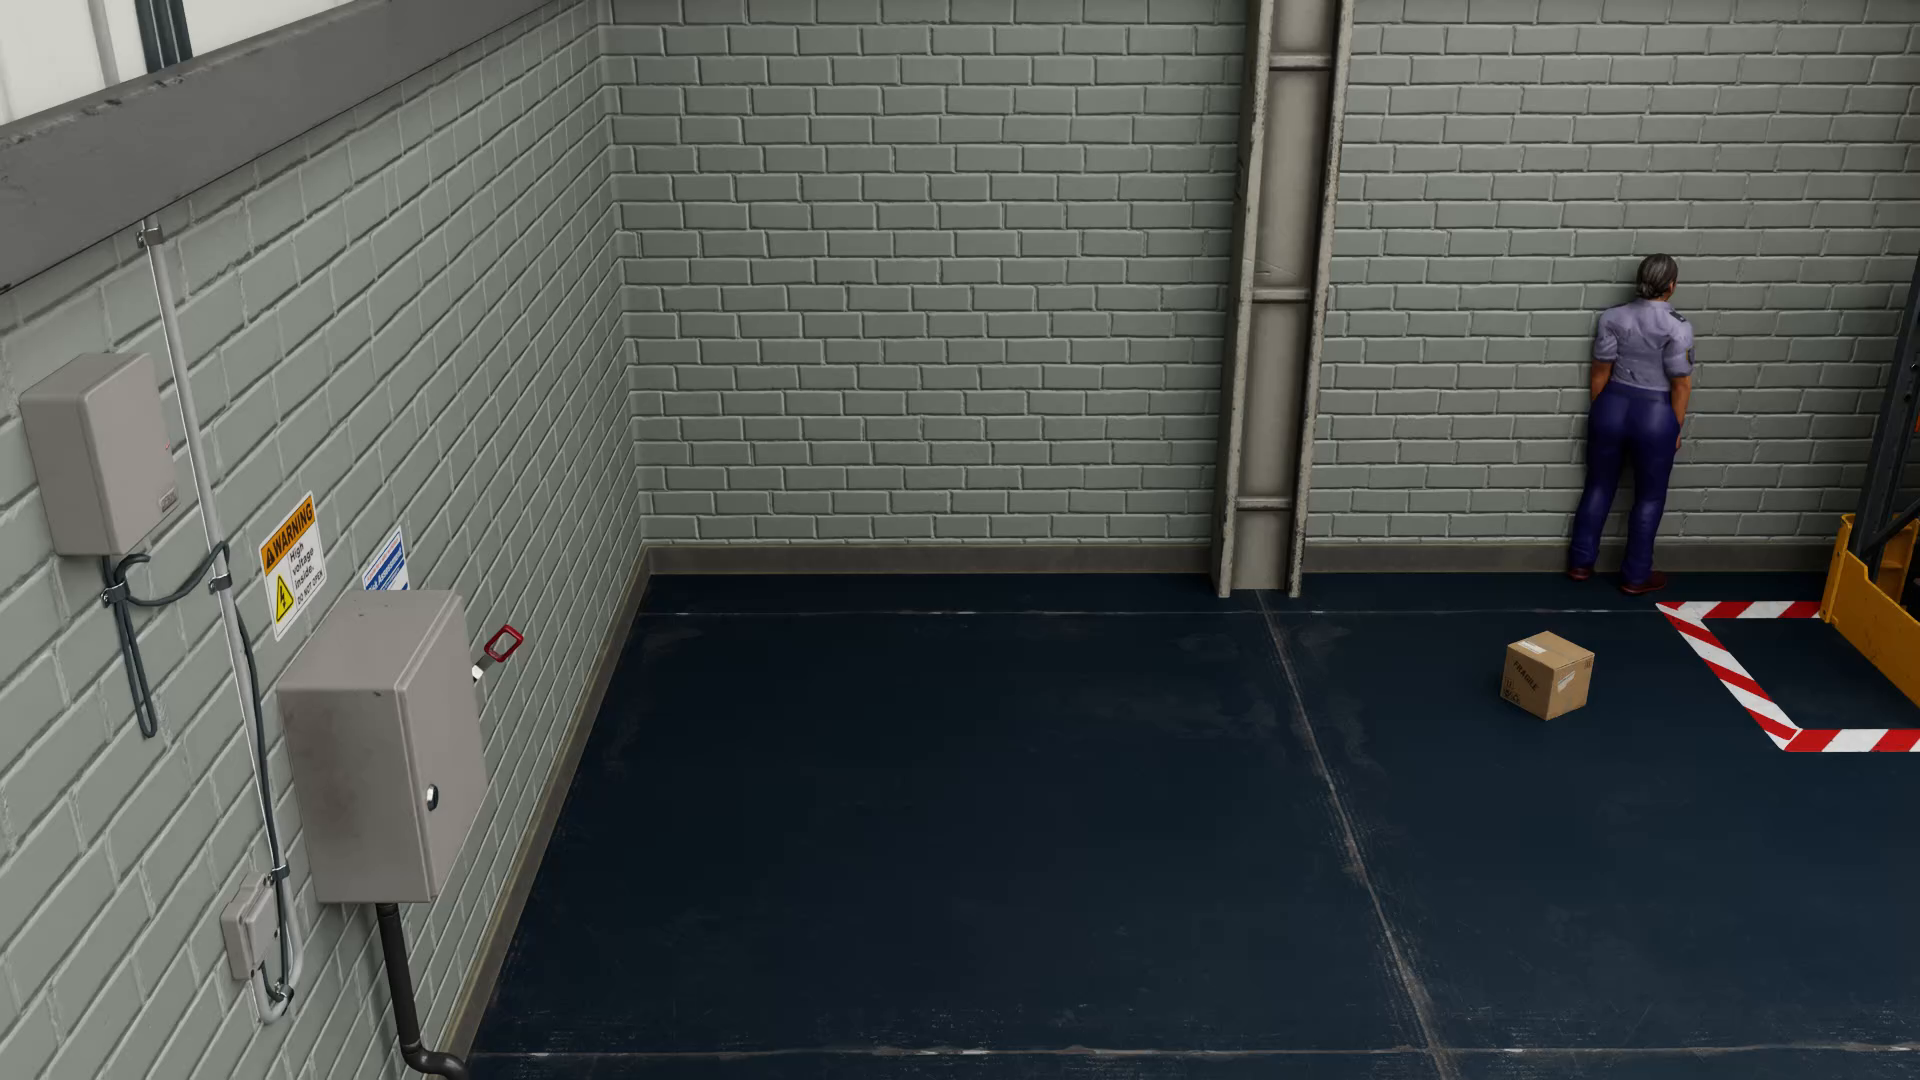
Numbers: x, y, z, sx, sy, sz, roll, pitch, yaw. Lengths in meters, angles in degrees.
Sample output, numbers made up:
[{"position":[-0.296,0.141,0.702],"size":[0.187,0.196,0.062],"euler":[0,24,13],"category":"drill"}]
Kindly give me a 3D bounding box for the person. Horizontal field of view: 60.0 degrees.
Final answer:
[{"position":[3.196,-0.549,7.842],"size":[0.466,1.650,0.356],"euler":[20,31,38],"category":"person"}]
